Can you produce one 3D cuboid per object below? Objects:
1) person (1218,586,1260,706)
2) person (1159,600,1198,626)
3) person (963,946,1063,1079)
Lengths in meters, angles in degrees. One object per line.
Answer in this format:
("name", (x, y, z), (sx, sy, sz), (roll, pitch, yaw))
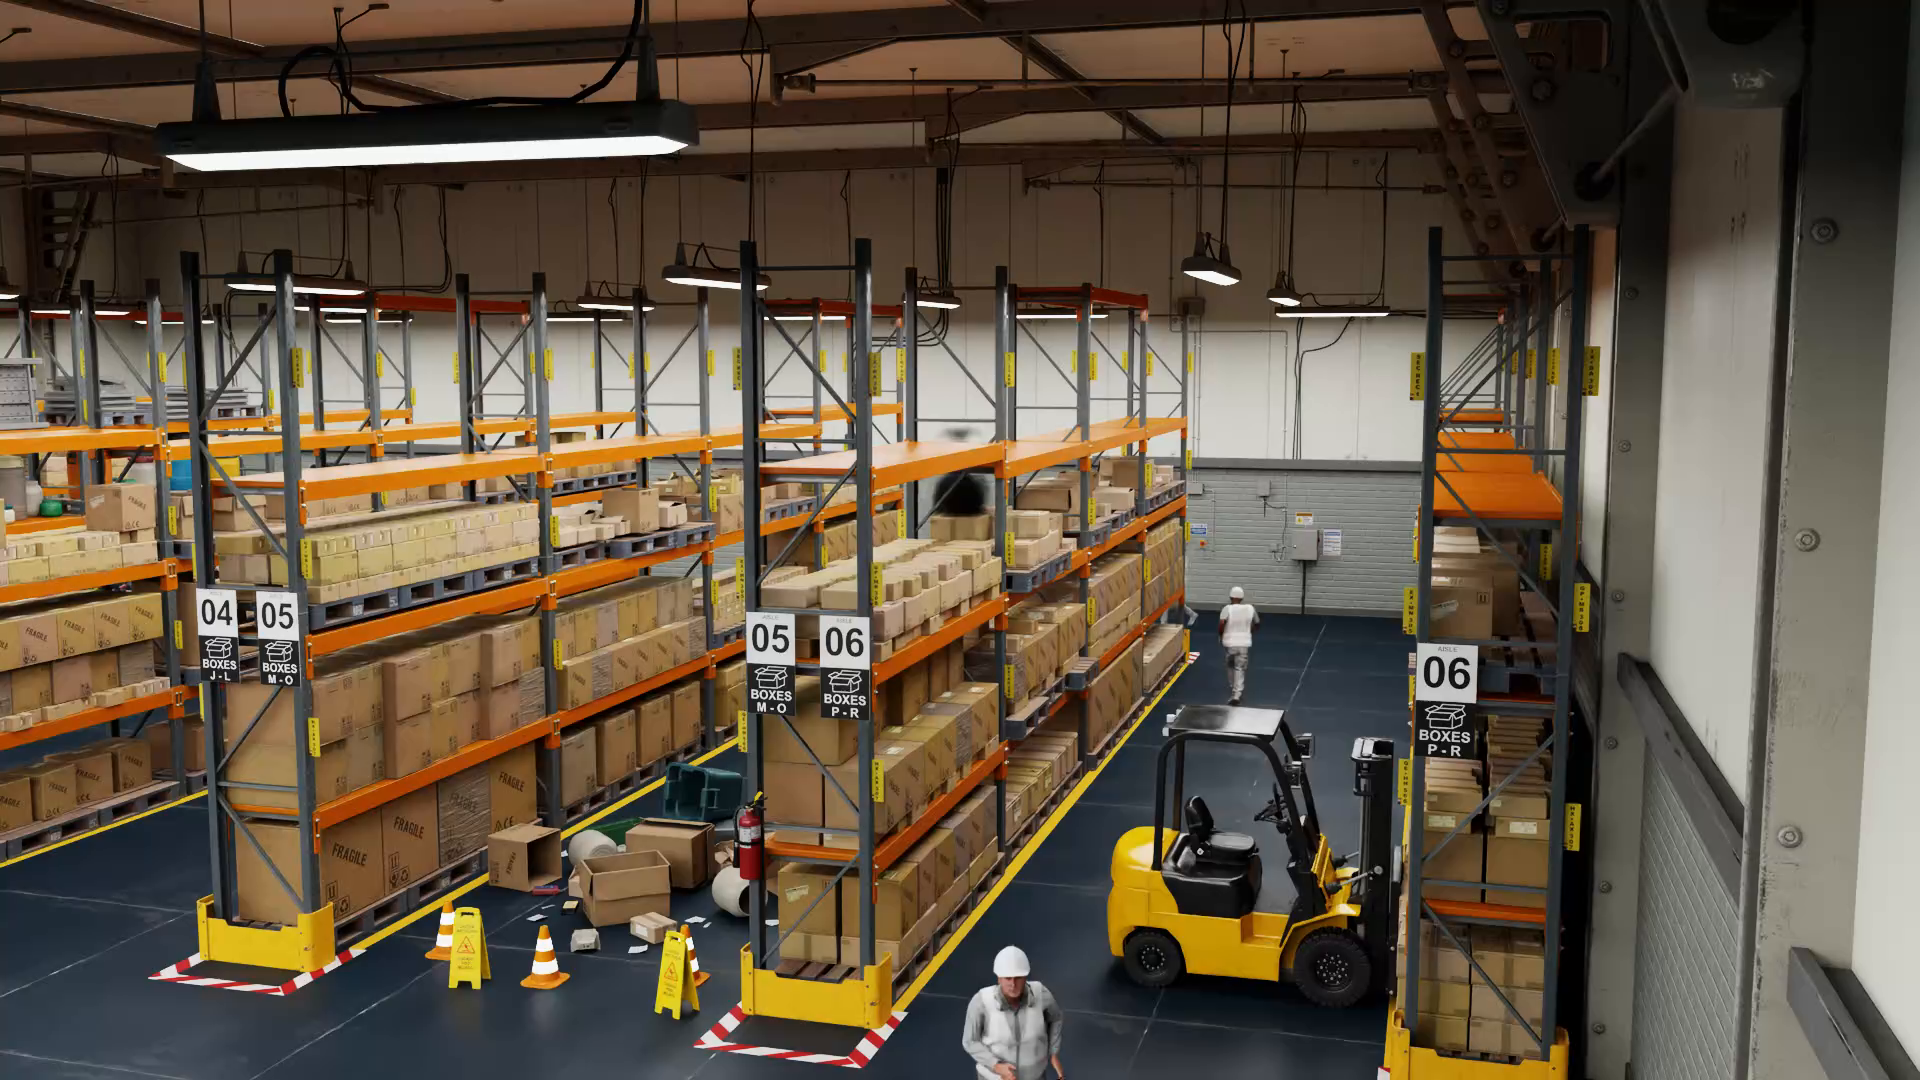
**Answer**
("person", (4.078, 1.578, 24.249), (0.643, 1.761, 0.850), (0, 6, 2))
("person", (4.003, 0.842, 31.065), (0.853, 1.674, 0.626), (0, 6, -4))
("person", (0.321, 3.221, 10.096), (0.643, 1.663, 0.757), (-1, 6, -9))
